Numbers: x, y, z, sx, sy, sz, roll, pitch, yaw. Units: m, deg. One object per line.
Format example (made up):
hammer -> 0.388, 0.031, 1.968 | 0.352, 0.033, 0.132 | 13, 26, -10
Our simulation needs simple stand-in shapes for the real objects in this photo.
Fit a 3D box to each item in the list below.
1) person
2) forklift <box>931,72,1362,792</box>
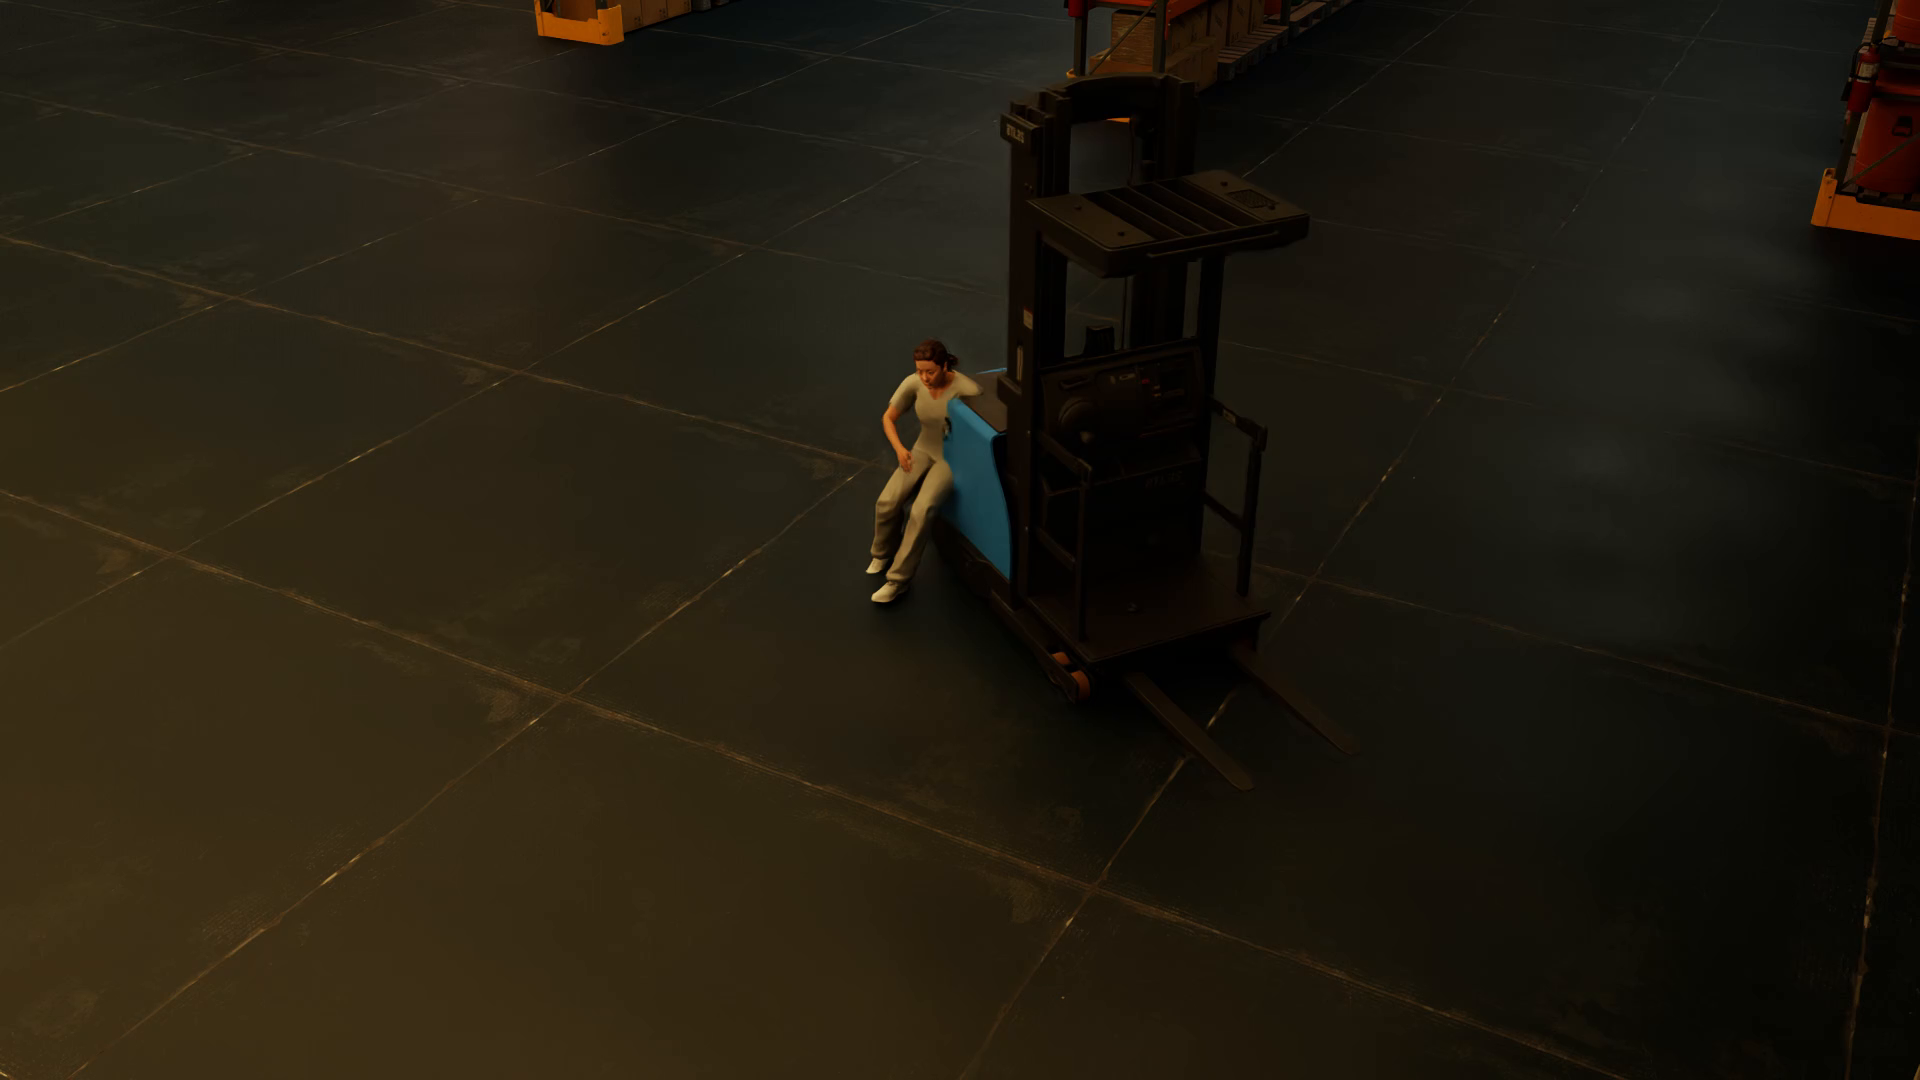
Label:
person -> -0.213, -0.376, 9.312 | 0.677, 1.468, 0.881 | 12, 32, 19
forklift -> 0.928, -0.683, 8.254 | 1.130, 2.935, 3.031 | -14, 33, -22
